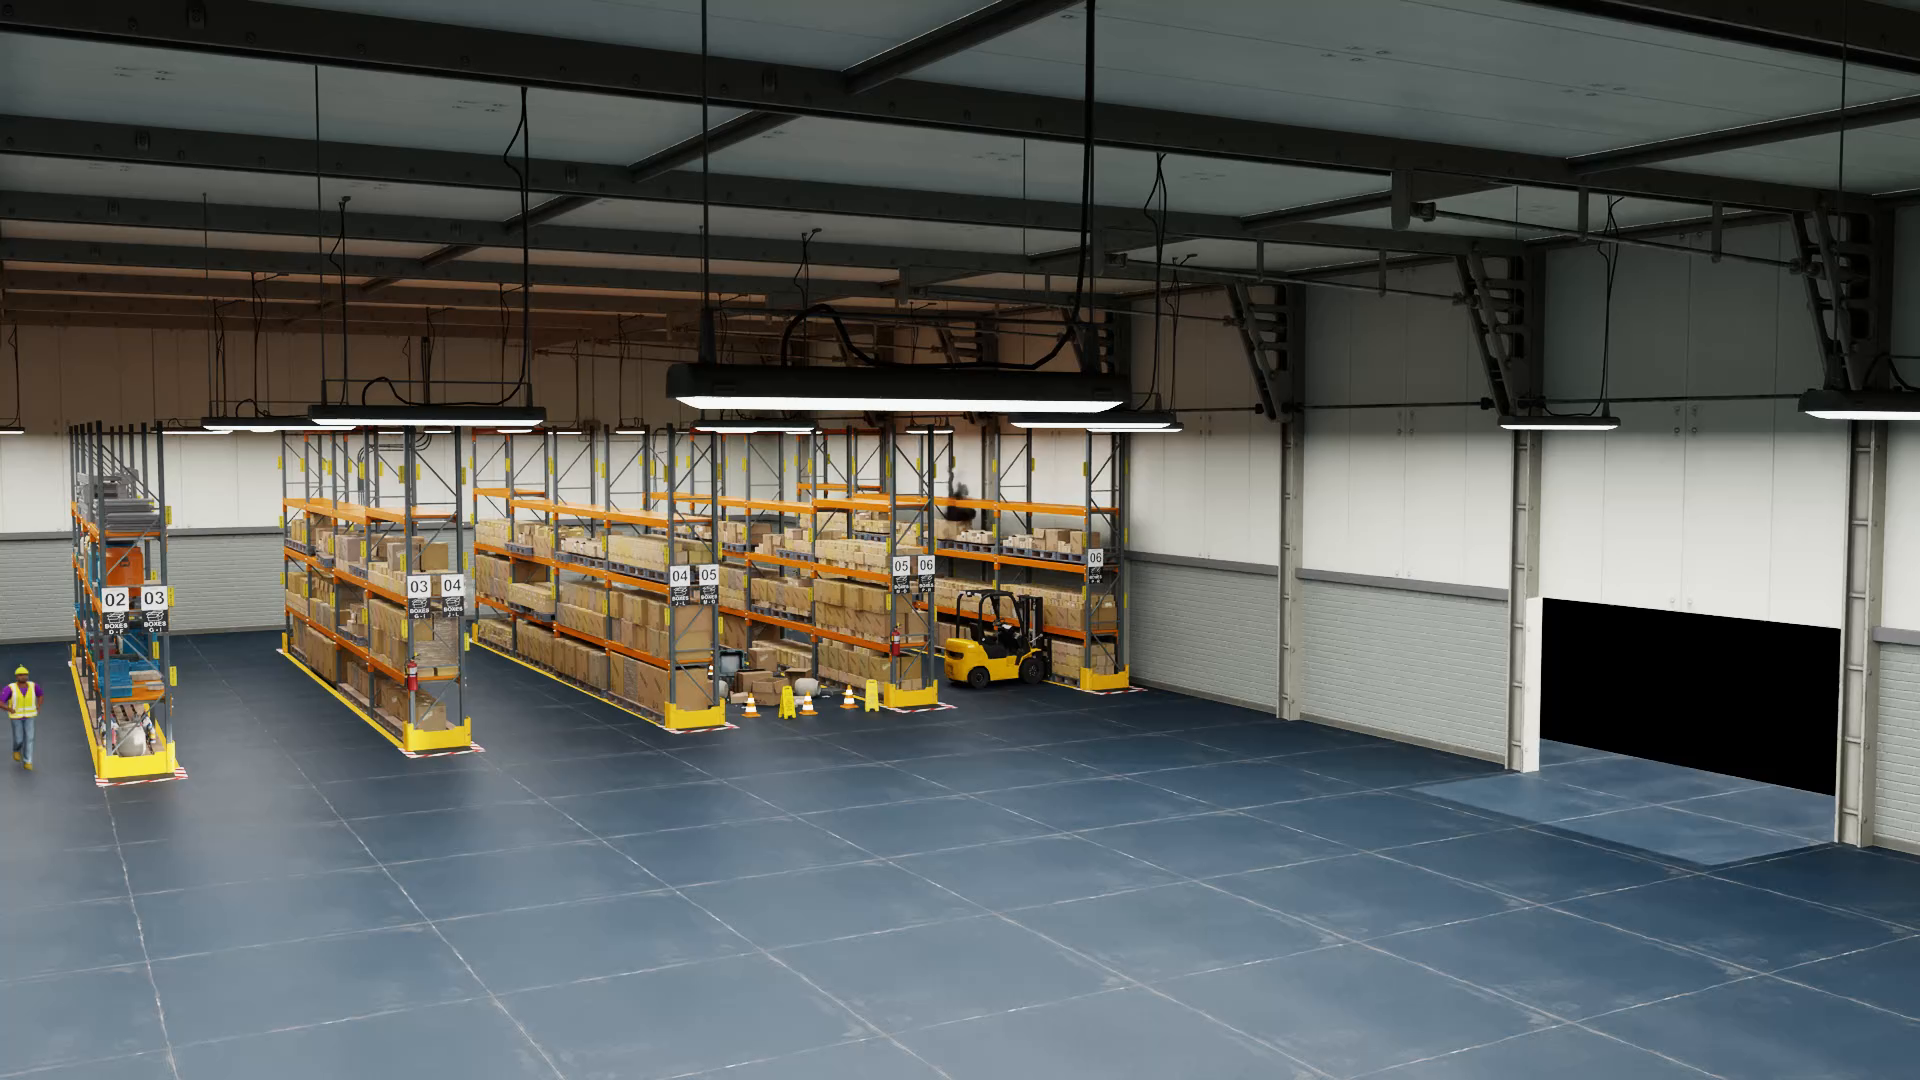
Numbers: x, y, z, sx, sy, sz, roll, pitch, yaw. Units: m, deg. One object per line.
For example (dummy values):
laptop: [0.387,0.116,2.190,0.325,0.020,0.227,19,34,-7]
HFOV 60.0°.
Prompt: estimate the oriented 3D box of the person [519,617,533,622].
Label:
person: [-12.655,1.925,48.534,0.694,1.611,0.602,-3,5,-42]

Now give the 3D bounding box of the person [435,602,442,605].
person: [-14.156,2.083,44.982,0.726,1.727,0.659,-1,4,-21]

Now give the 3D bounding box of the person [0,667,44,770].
person: [-16.156,3.056,28.672,0.712,1.745,0.897,-3,5,-39]
